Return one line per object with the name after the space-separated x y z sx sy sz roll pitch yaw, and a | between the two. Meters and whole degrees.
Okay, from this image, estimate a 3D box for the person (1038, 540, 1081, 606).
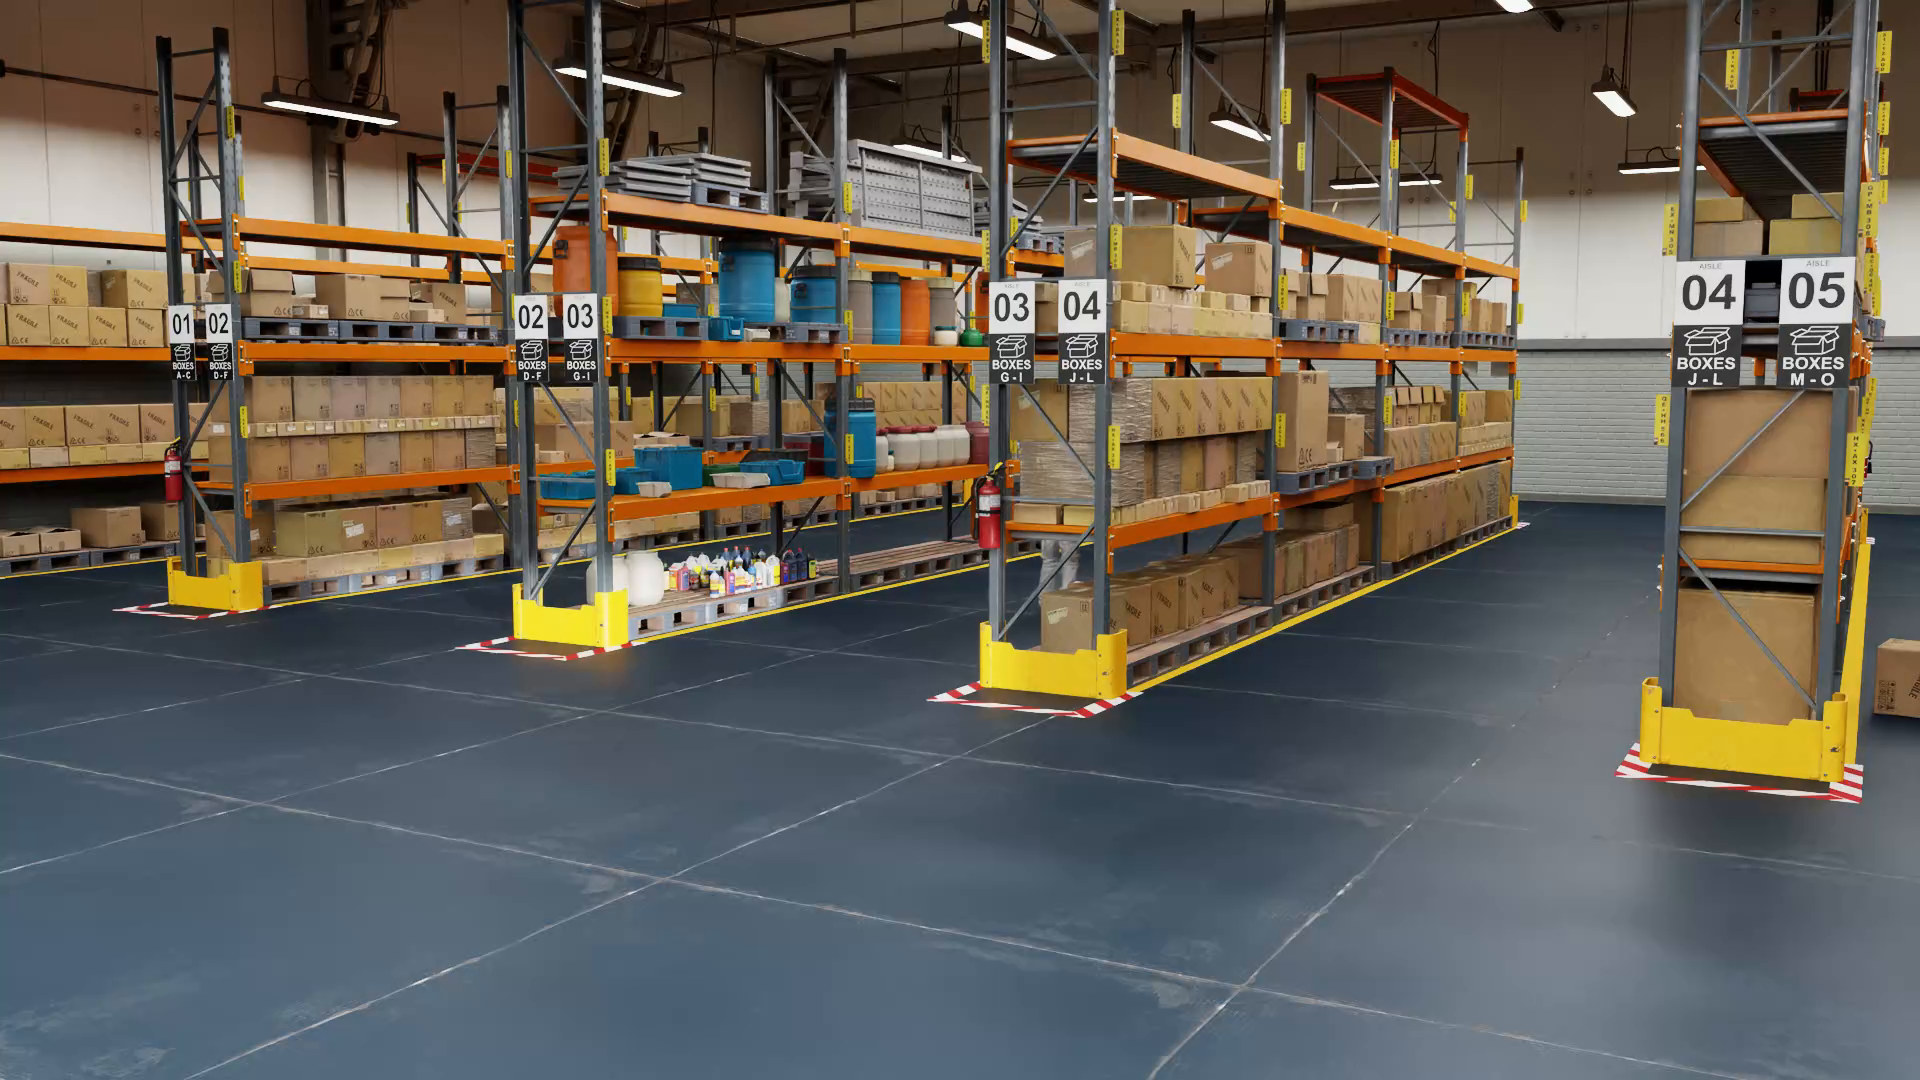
1.017 -0.126 17.317 0.557 1.765 0.389 3 7 30 | person
